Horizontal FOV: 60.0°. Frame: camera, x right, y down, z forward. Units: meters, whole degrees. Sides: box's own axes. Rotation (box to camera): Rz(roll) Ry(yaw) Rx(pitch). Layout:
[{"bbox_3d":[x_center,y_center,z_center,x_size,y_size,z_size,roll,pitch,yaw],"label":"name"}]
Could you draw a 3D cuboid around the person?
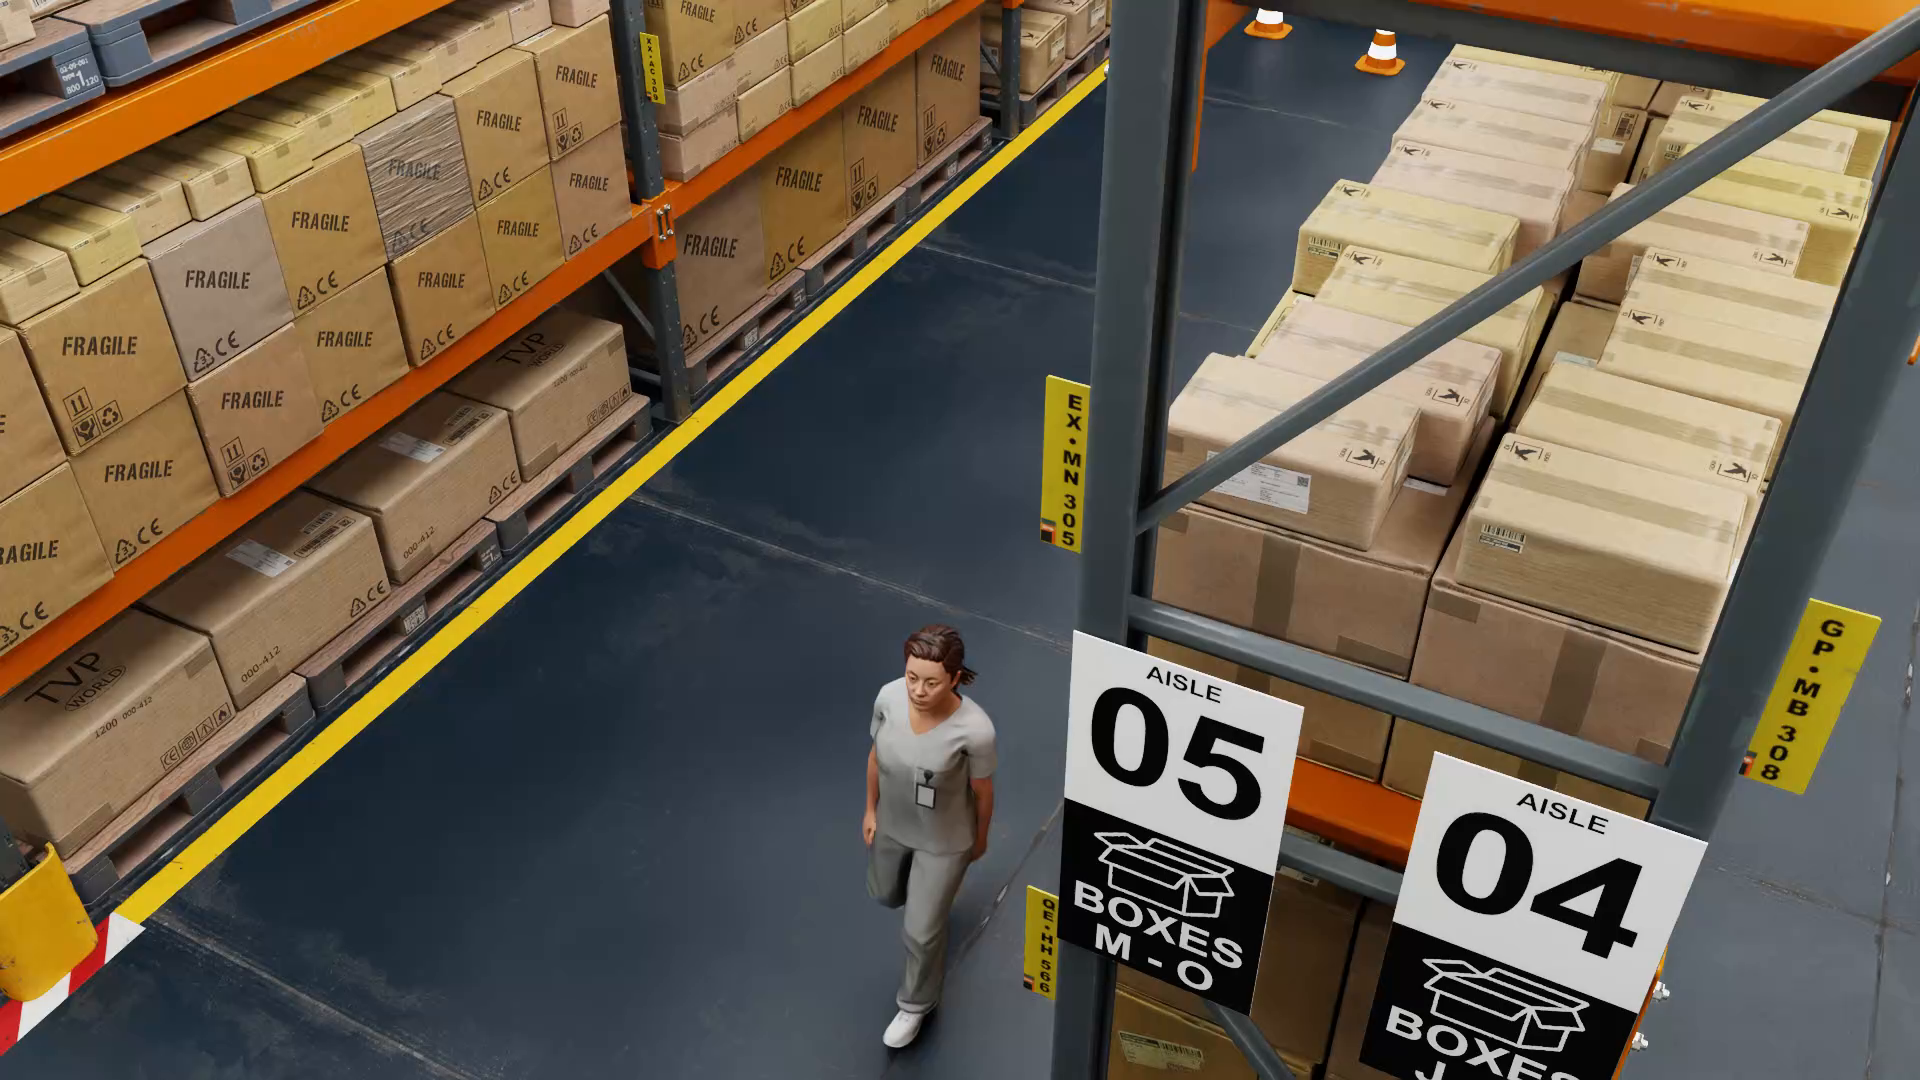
[{"bbox_3d":[-0.086,0.920,5.548,0.441,1.645,0.763,21,43,24],"label":"person"}]
